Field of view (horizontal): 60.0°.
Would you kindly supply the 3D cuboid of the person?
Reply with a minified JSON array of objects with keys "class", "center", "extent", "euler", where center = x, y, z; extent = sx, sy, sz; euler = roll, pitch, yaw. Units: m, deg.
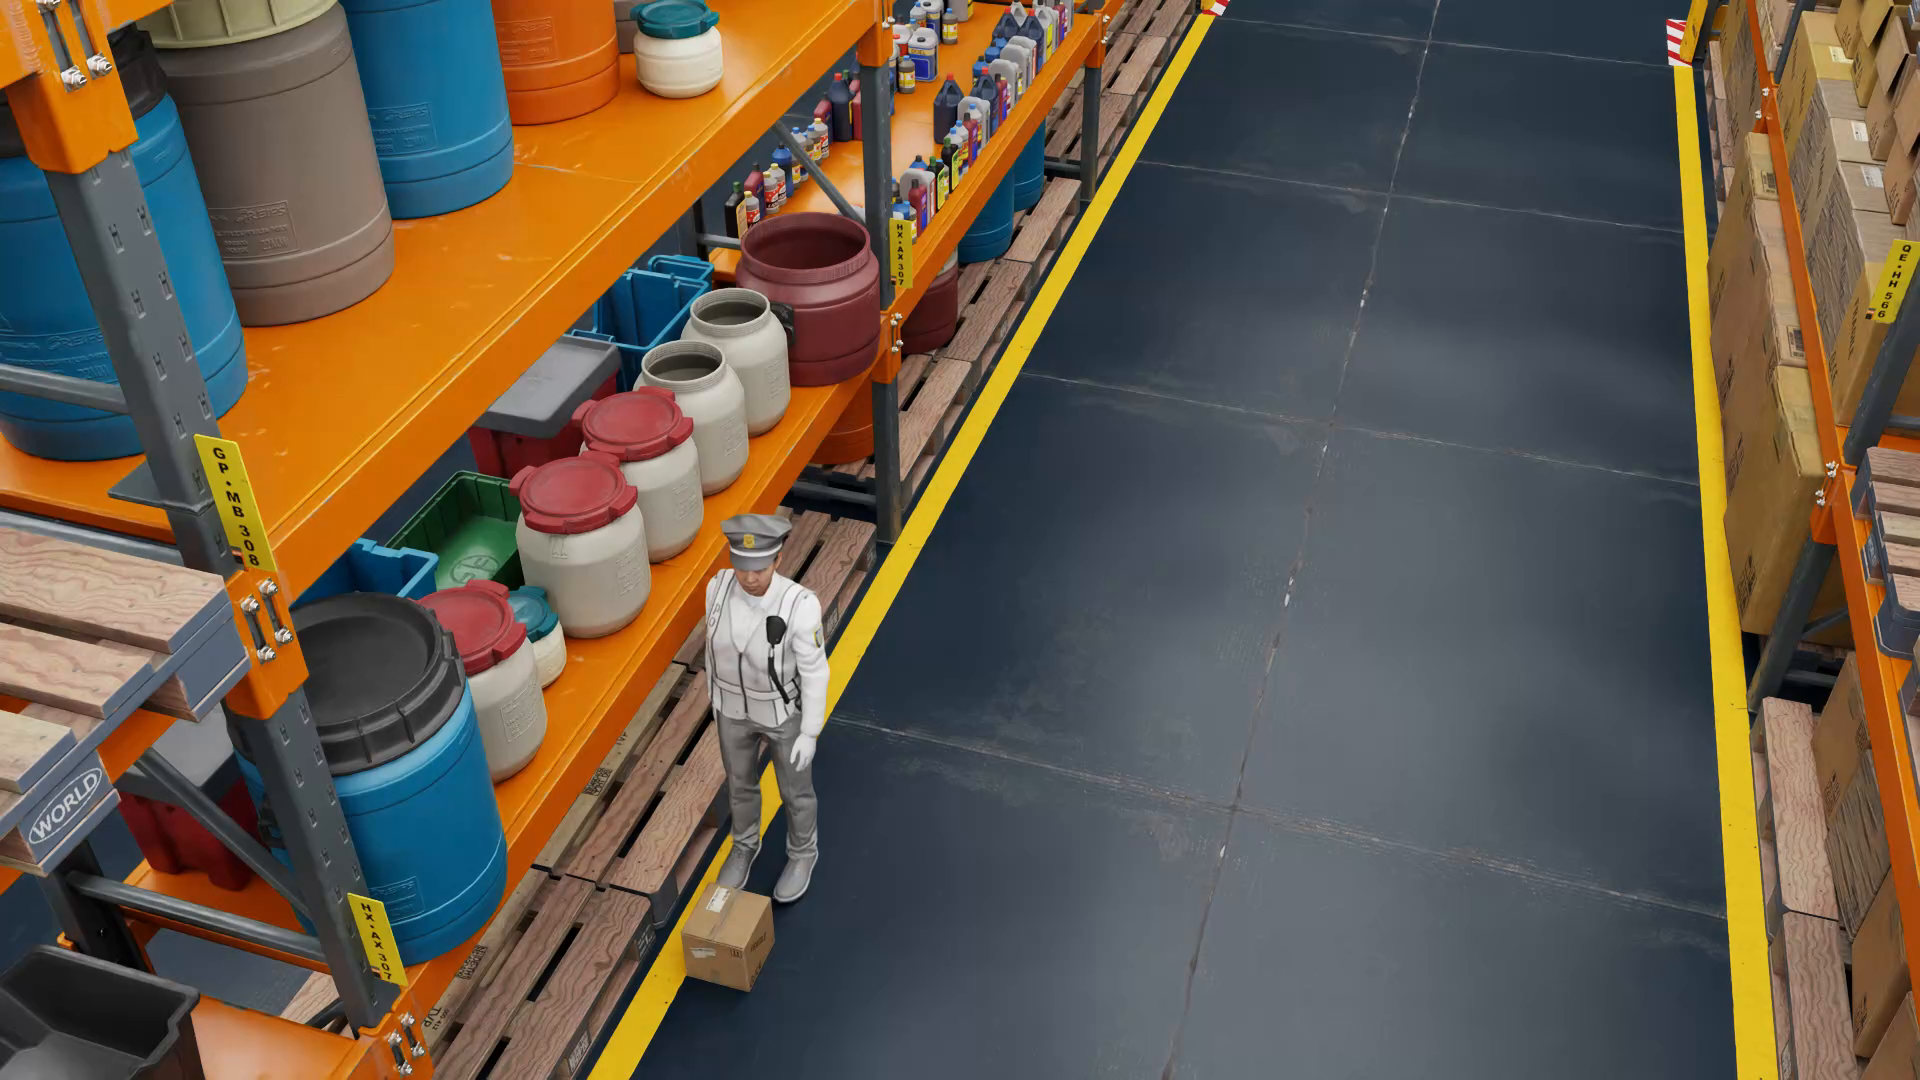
[{"class":"person","center":[-0.703,0.629,6.035],"extent":[0.483,1.701,0.386],"euler":[11,39,14]}]
